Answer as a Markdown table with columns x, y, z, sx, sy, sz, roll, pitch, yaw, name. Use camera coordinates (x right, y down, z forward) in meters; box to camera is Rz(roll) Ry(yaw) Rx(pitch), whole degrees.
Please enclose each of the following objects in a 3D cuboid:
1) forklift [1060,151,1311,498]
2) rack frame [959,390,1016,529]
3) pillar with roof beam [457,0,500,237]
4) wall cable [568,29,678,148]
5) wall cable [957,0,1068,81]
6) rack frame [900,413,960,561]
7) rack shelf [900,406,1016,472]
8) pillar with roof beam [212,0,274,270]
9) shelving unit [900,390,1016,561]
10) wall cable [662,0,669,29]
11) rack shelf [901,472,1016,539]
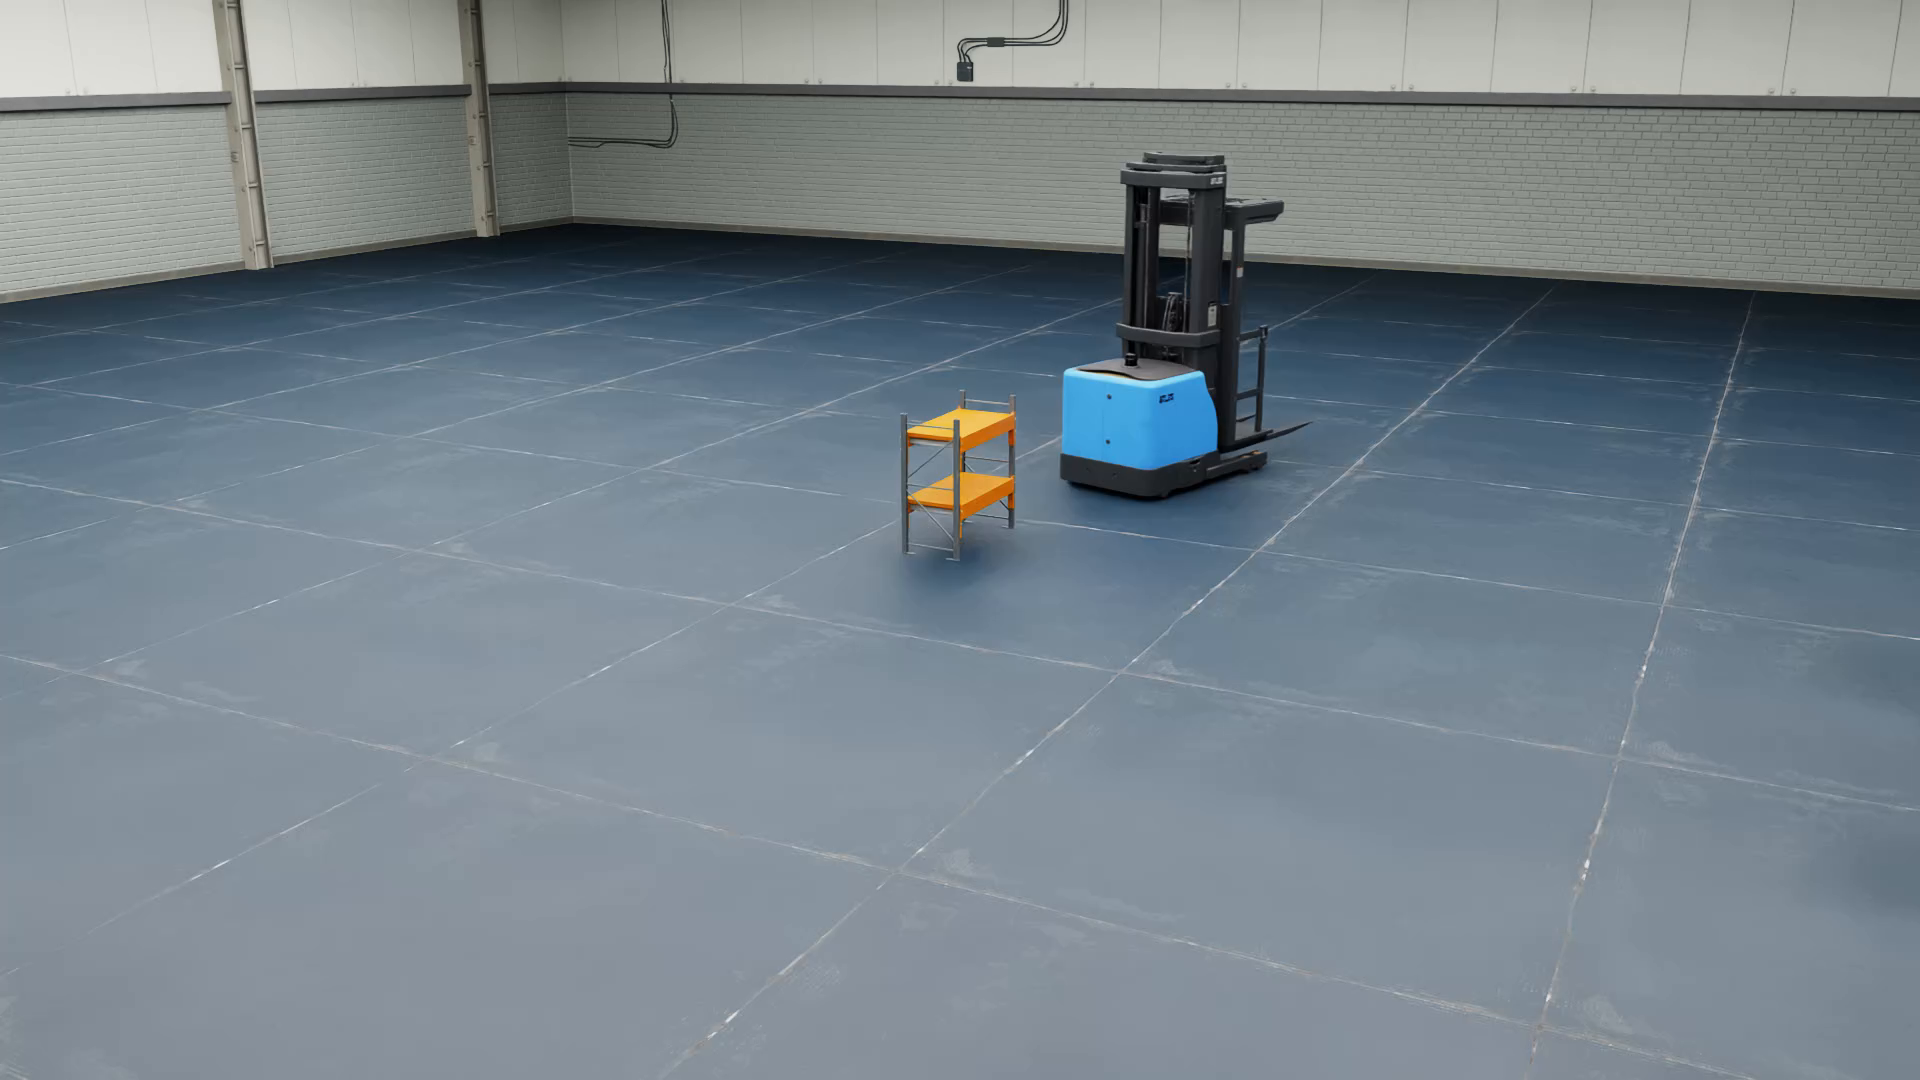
| x | y | z | sx | sy | sz | roll | pitch | yaw | name |
| --- | --- | --- | --- | --- | --- | --- | --- | --- | --- |
| 2.272 | -2.124 | 15.528 | 1.130 | 2.935 | 3.031 | 14 | 22 | 40 | forklift |
| 0.224 | -0.667 | 13.794 | 0.500 | 1.125 | 0.032 | 8 | 18 | 25 | rack frame |
| -6.146 | -10.212 | 32.102 | 9.100 | 9.000 | 0.400 | 8 | 18 | 25 | pillar with roof beam |
| -7.498 | -9.854 | 36.349 | 3.097 | 2.526 | 0.112 | 8 | 18 | 25 | wall cable |
| 0.988 | -11.761 | 31.342 | 2.305 | 6.003 | 0.169 | 8 | 18 | 25 | wall cable |
| -0.230 | -0.408 | 12.922 | 0.500 | 1.125 | 0.032 | 8 | 18 | 25 | rack frame |
| -0.003 | -0.818 | 13.275 | 0.538 | 0.278 | 1.000 | 8 | 18 | 25 | rack shelf |
| -8.827 | -8.684 | 26.957 | 9.100 | 9.000 | 0.400 | 8 | 18 | 25 | pillar with roof beam |
| -0.003 | -0.537 | 13.358 | 0.538 | 1.125 | 1.048 | 8 | 18 | 25 | shelving unit |
| -5.078 | -11.930 | 34.471 | 3.097 | 2.526 | 0.112 | 8 | 18 | 25 | wall cable |
| -0.003 | -0.303 | 13.428 | 0.538 | 0.278 | 1.000 | 8 | 18 | 25 | rack shelf |
